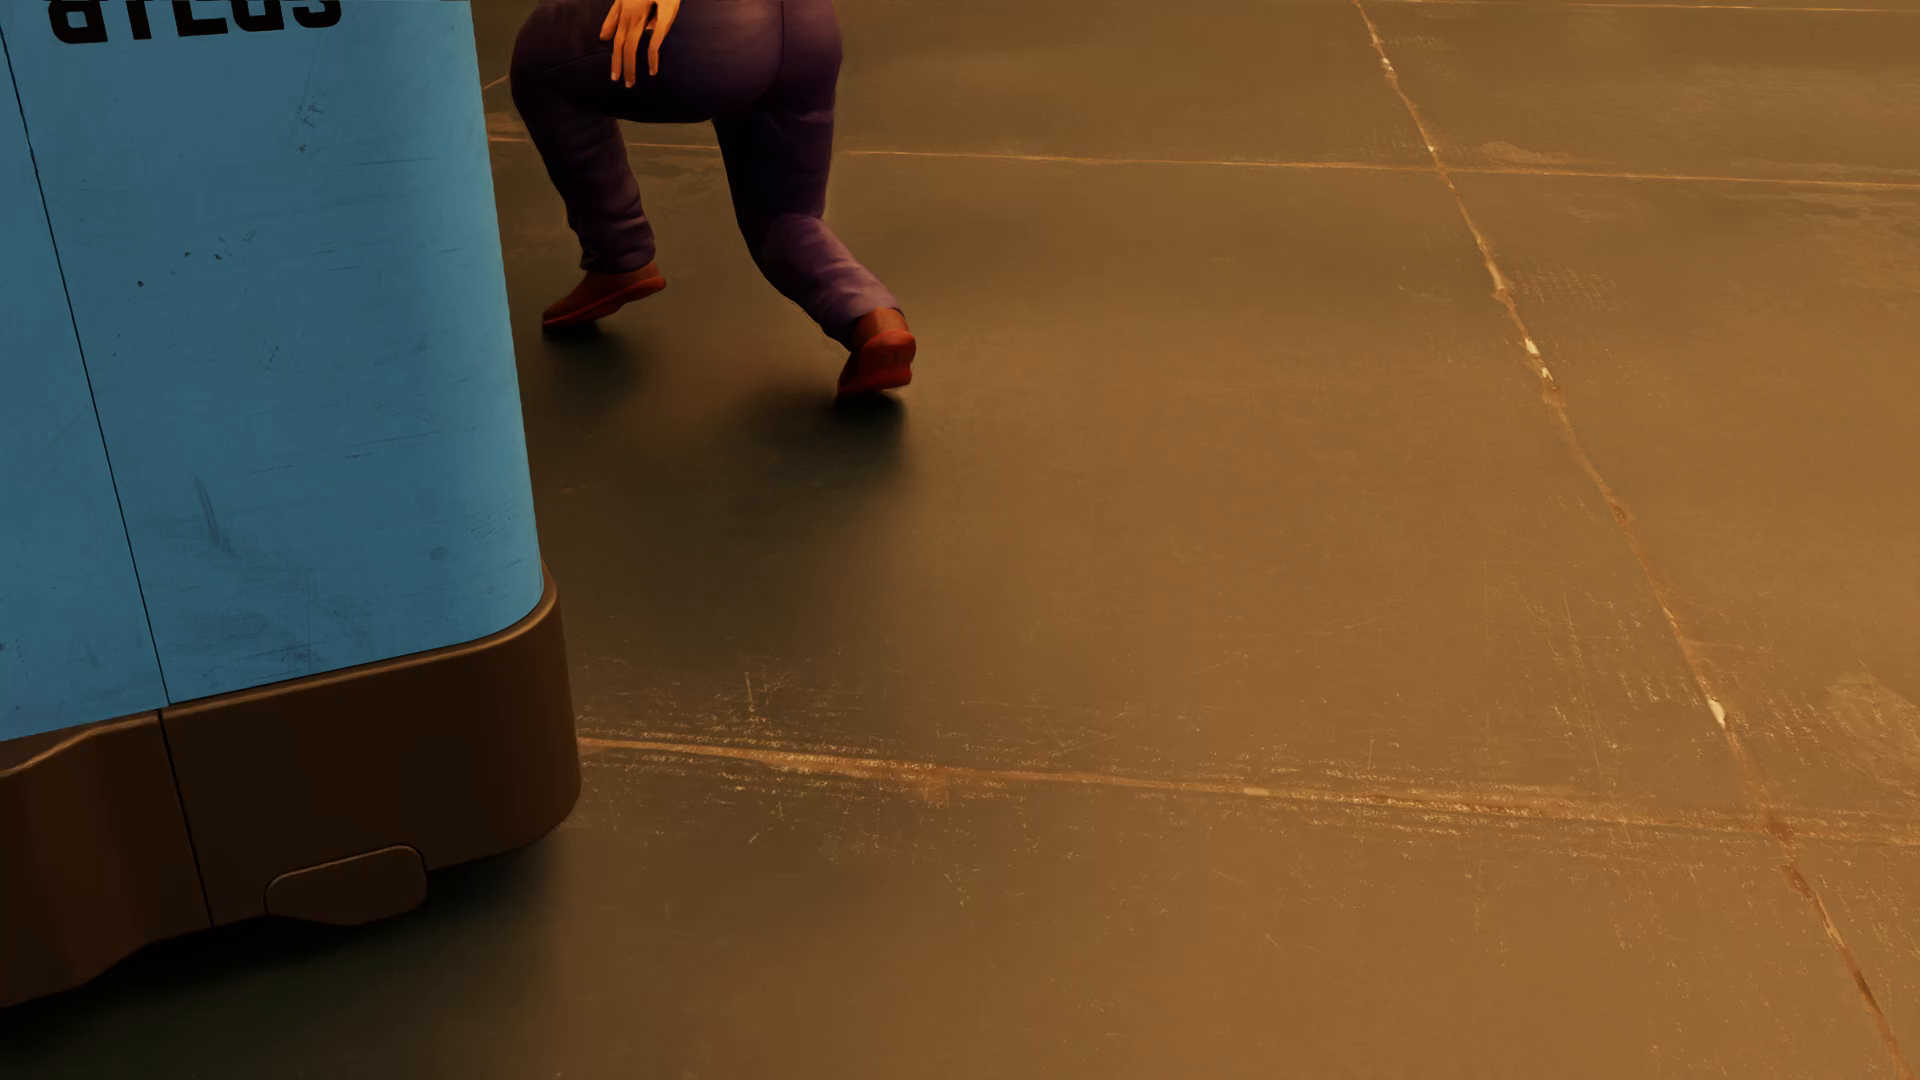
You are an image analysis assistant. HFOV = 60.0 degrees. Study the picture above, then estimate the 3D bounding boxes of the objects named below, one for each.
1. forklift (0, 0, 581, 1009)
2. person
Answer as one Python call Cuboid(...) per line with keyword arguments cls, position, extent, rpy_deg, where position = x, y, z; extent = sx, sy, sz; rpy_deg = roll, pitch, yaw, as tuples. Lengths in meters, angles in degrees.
Cuboid(cls="forklift", position=(-1.966, -0.869, 0.959), extent=(3.031, 2.935, 1.130), rpy_deg=(-12, 29, -23))
Cuboid(cls="person", position=(-0.529, -0.863, 2.719), extent=(0.950, 1.371, 0.842), rpy_deg=(15, 30, 28))
